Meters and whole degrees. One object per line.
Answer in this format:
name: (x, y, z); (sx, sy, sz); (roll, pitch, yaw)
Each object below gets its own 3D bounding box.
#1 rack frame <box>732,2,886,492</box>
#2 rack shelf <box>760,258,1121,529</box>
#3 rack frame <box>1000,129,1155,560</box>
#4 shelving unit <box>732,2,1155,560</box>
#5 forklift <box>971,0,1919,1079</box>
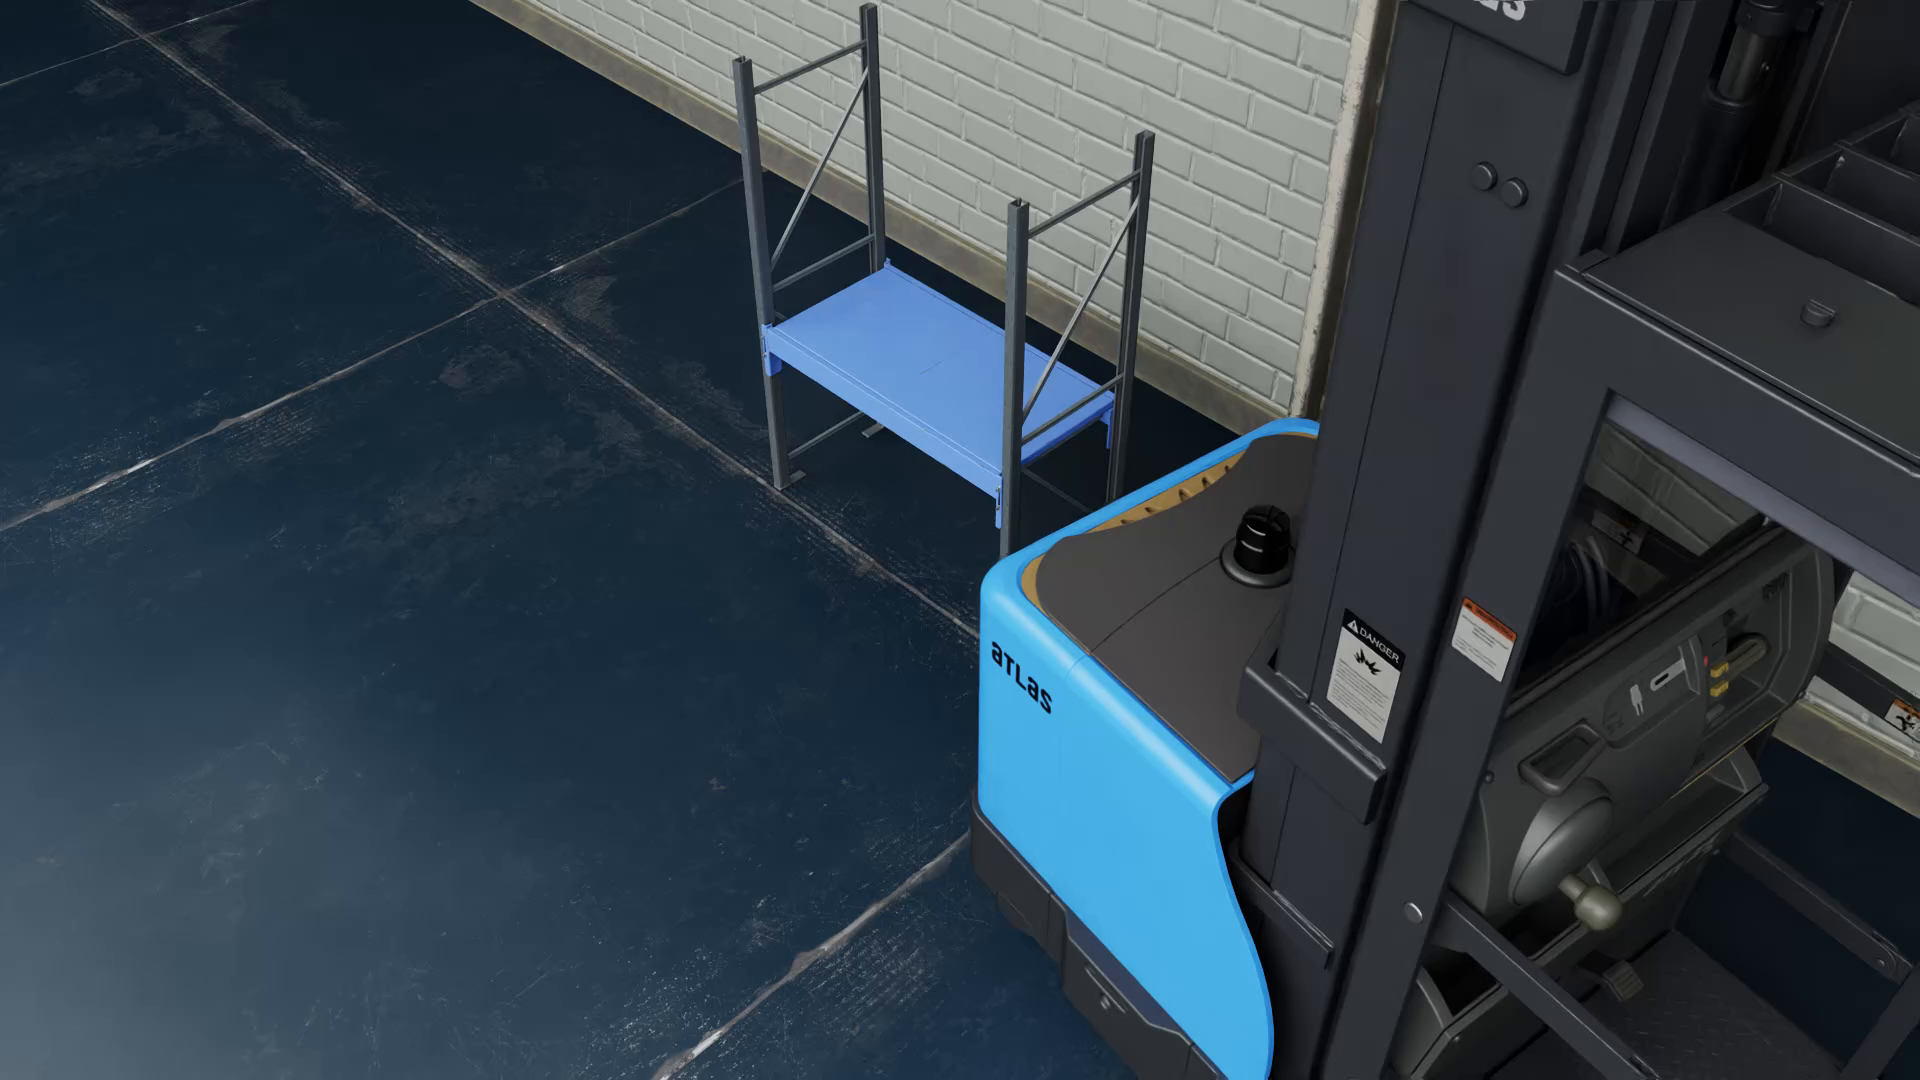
rack frame: (-0.419, -0.836, 5.050); (0.500, 1.500, 0.032); (-34, 53, -31)
rack shelf: (-0.060, -0.460, 4.907); (0.538, 0.185, 1.000); (-34, 53, -31)
rack frame: (0.299, -0.348, 4.521); (0.500, 1.500, 0.032); (-34, 53, -31)
shelving unit: (-0.060, -0.592, 4.785); (0.538, 1.500, 1.048); (-34, 53, -31)
forklift: (1.304, 0.392, 2.667); (1.130, 2.935, 3.031); (-26, 49, -26)
